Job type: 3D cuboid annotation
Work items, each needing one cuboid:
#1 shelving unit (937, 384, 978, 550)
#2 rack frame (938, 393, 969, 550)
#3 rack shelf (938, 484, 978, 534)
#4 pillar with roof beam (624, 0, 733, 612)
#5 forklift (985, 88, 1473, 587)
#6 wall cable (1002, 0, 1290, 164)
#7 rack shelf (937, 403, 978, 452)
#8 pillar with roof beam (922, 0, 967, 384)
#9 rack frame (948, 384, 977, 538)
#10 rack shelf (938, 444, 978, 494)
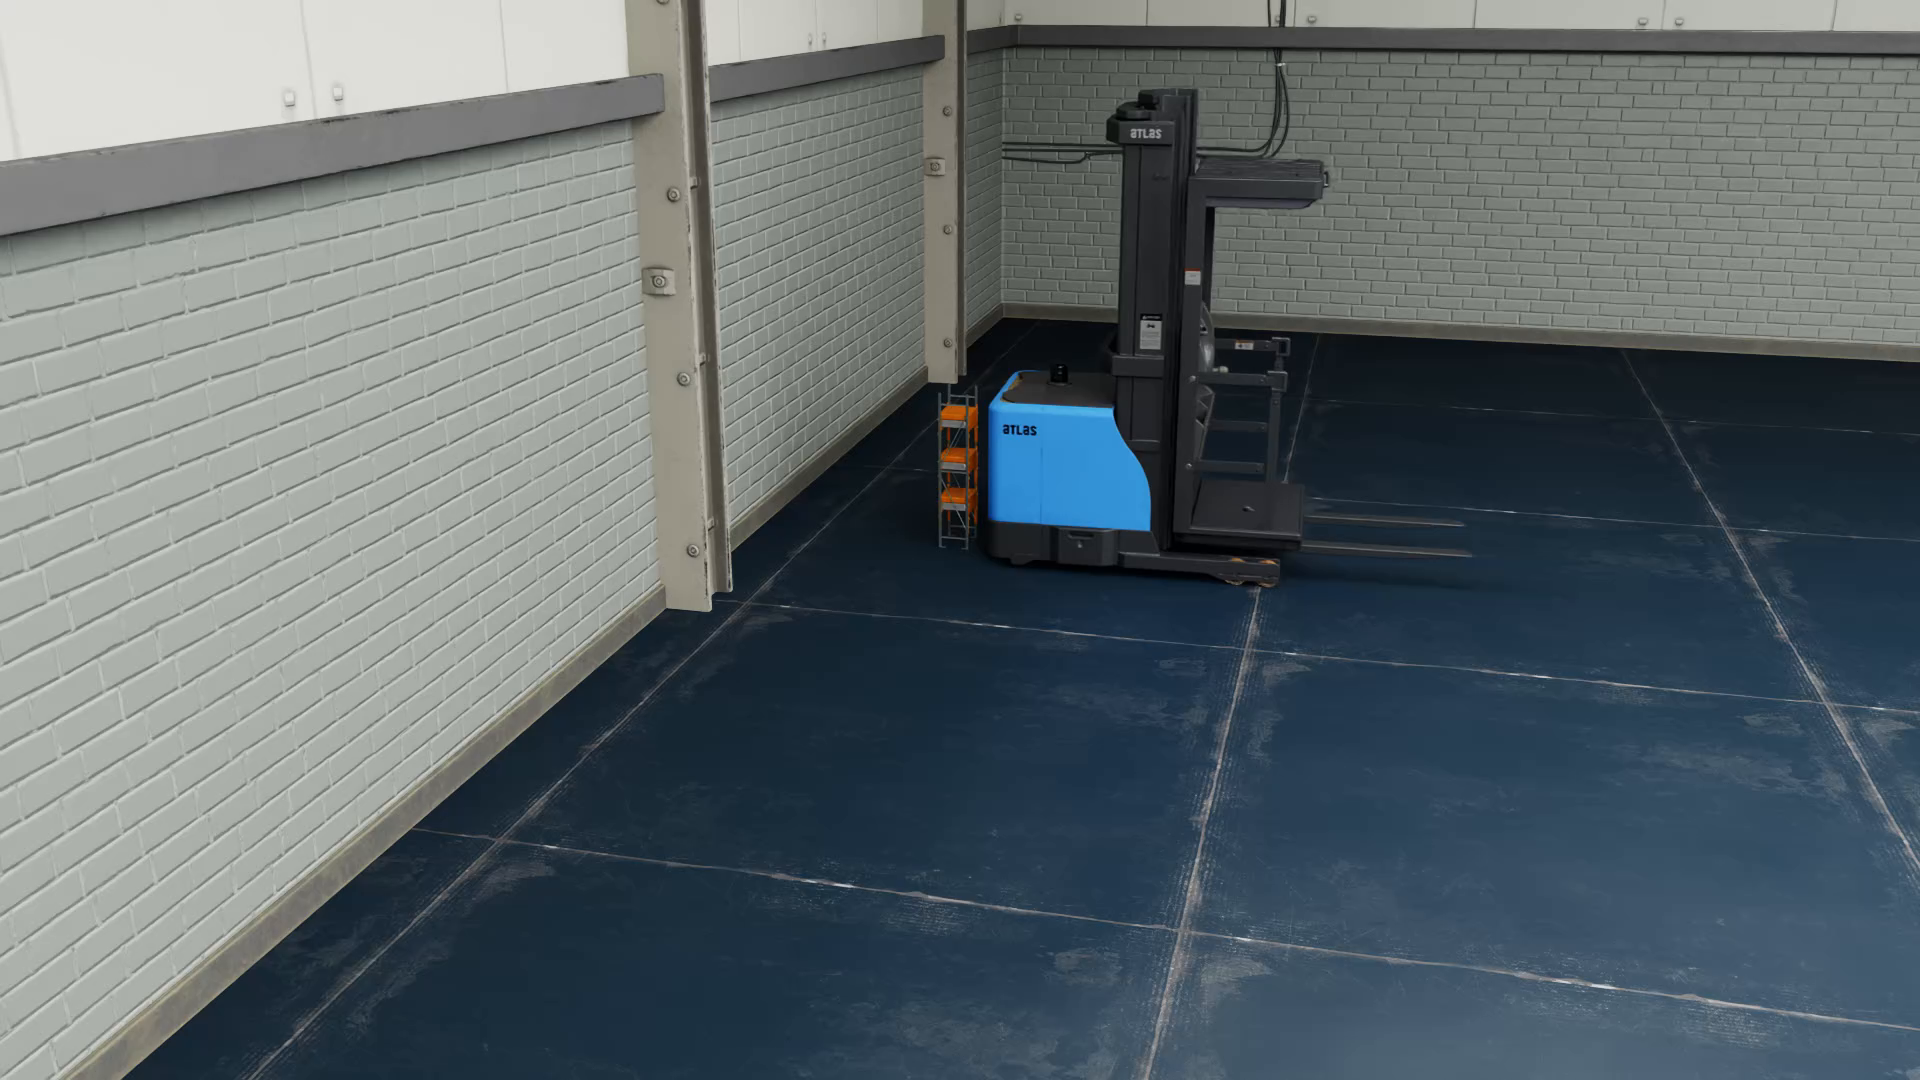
[{"bbox_3d":[-0.013,-0.480,10.969,0.215,1.050,0.252,5,19,13],"label":"shelving unit"},{"bbox_3d":[-0.043,-0.442,10.857,0.200,1.050,0.008,5,19,13],"label":"rack frame"},{"bbox_3d":[-0.013,-0.207,11.062,0.215,0.259,0.240,5,19,13],"label":"rack shelf"},{"bbox_3d":[2.573,-3.563,7.697,9.100,9.000,0.400,5,19,13],"label":"pillar with roof beam"},{"bbox_3d":[1.733,-1.281,10.403,3.031,2.935,1.130,4,19,11],"label":"forklift"},{"bbox_3d":[1.867,-5.133,17.097,3.097,2.526,0.112,5,19,13],"label":"wall cable"},{"bbox_3d":[-0.013,-0.739,10.880,0.215,0.259,0.240,5,19,13],"label":"rack shelf"},{"bbox_3d":[4.039,-5.443,13.202,9.100,9.000,0.400,5,19,13],"label":"pillar with roof beam"},{"bbox_3d":[0.017,-0.518,11.081,0.200,1.050,0.008,5,19,13],"label":"rack frame"},{"bbox_3d":[-0.013,-0.470,10.972,0.215,0.259,0.240,5,19,13],"label":"rack shelf"}]
